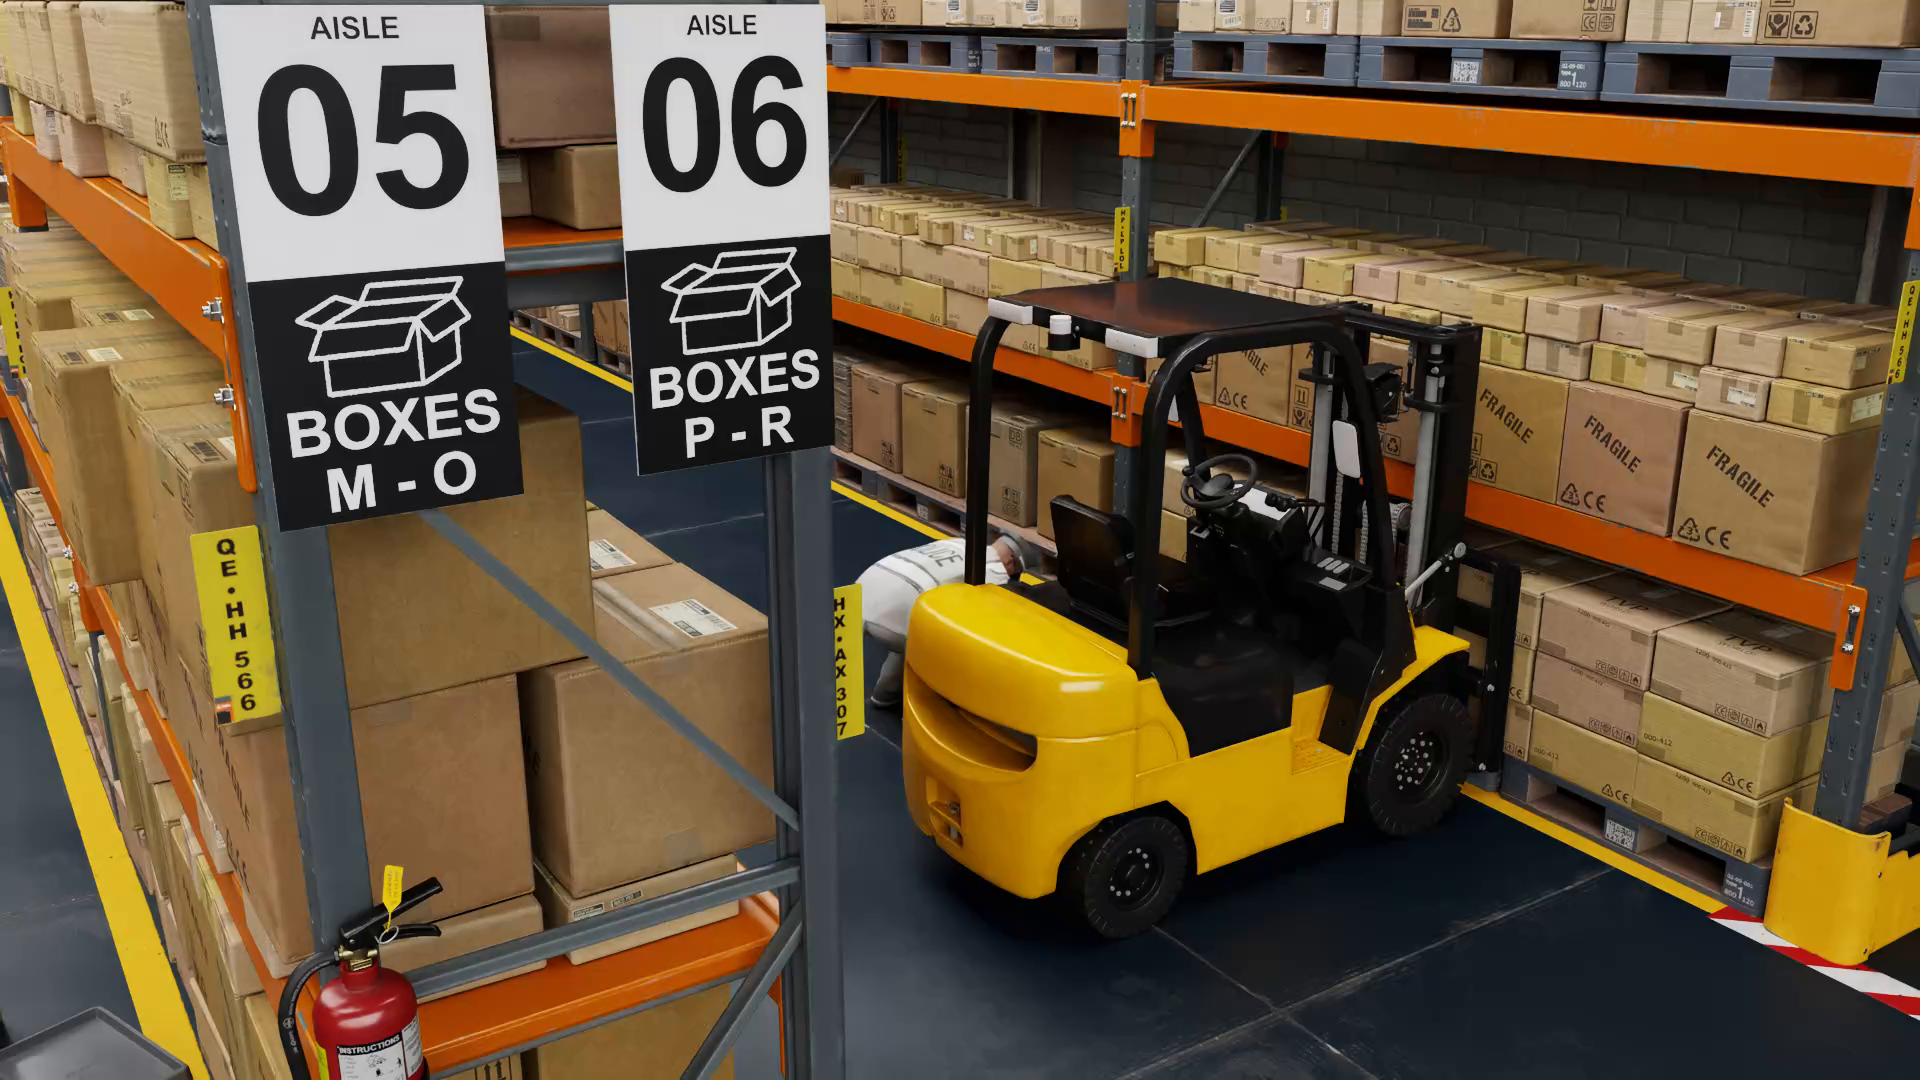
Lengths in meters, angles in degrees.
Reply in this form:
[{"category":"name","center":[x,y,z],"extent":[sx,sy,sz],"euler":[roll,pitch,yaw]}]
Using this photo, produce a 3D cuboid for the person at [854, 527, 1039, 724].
[{"category":"person","center":[-0.052,0.408,7.874],"extent":[1.026,0.813,0.531],"euler":[-12,22,-33]}]
